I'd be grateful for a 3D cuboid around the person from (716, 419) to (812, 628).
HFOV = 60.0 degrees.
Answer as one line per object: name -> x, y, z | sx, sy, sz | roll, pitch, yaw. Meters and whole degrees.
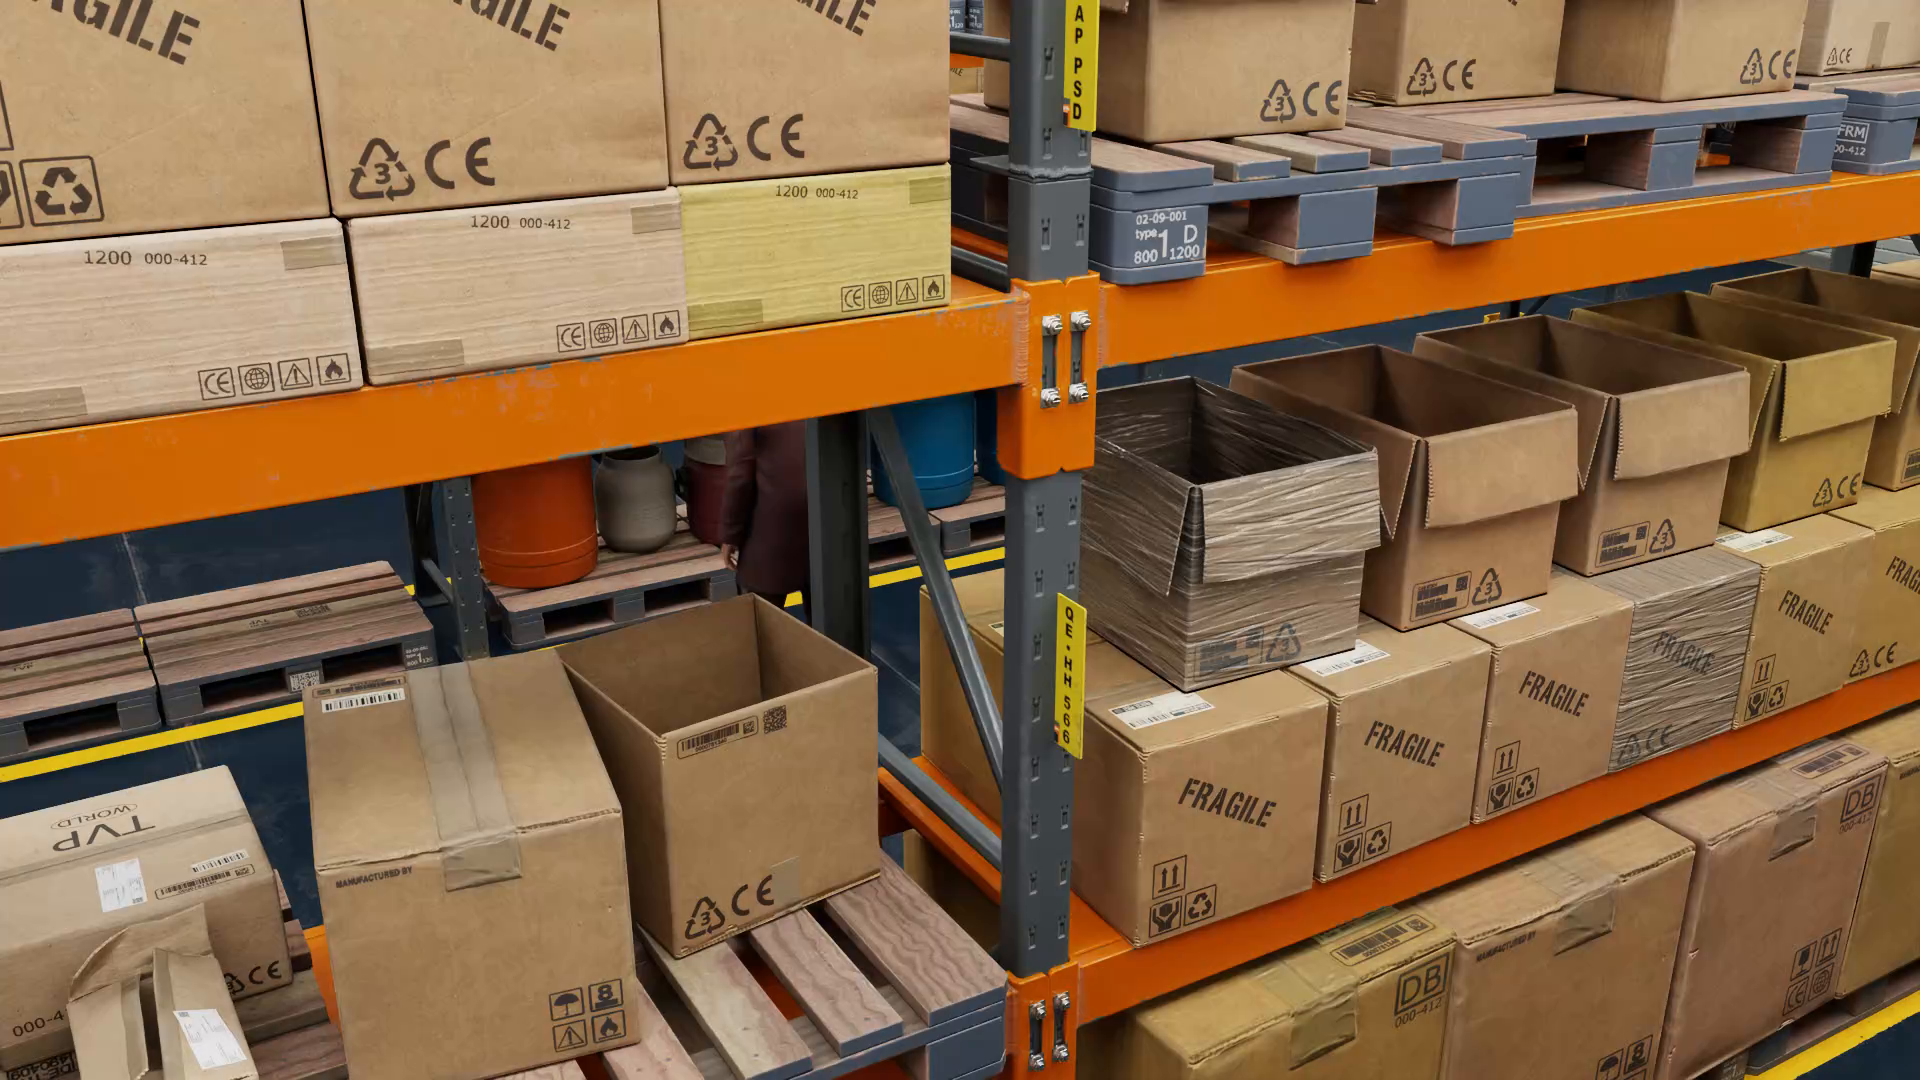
person -> -0.755, -0.050, 7.232 | 0.653, 1.774, 0.422 | -14, 25, -31
